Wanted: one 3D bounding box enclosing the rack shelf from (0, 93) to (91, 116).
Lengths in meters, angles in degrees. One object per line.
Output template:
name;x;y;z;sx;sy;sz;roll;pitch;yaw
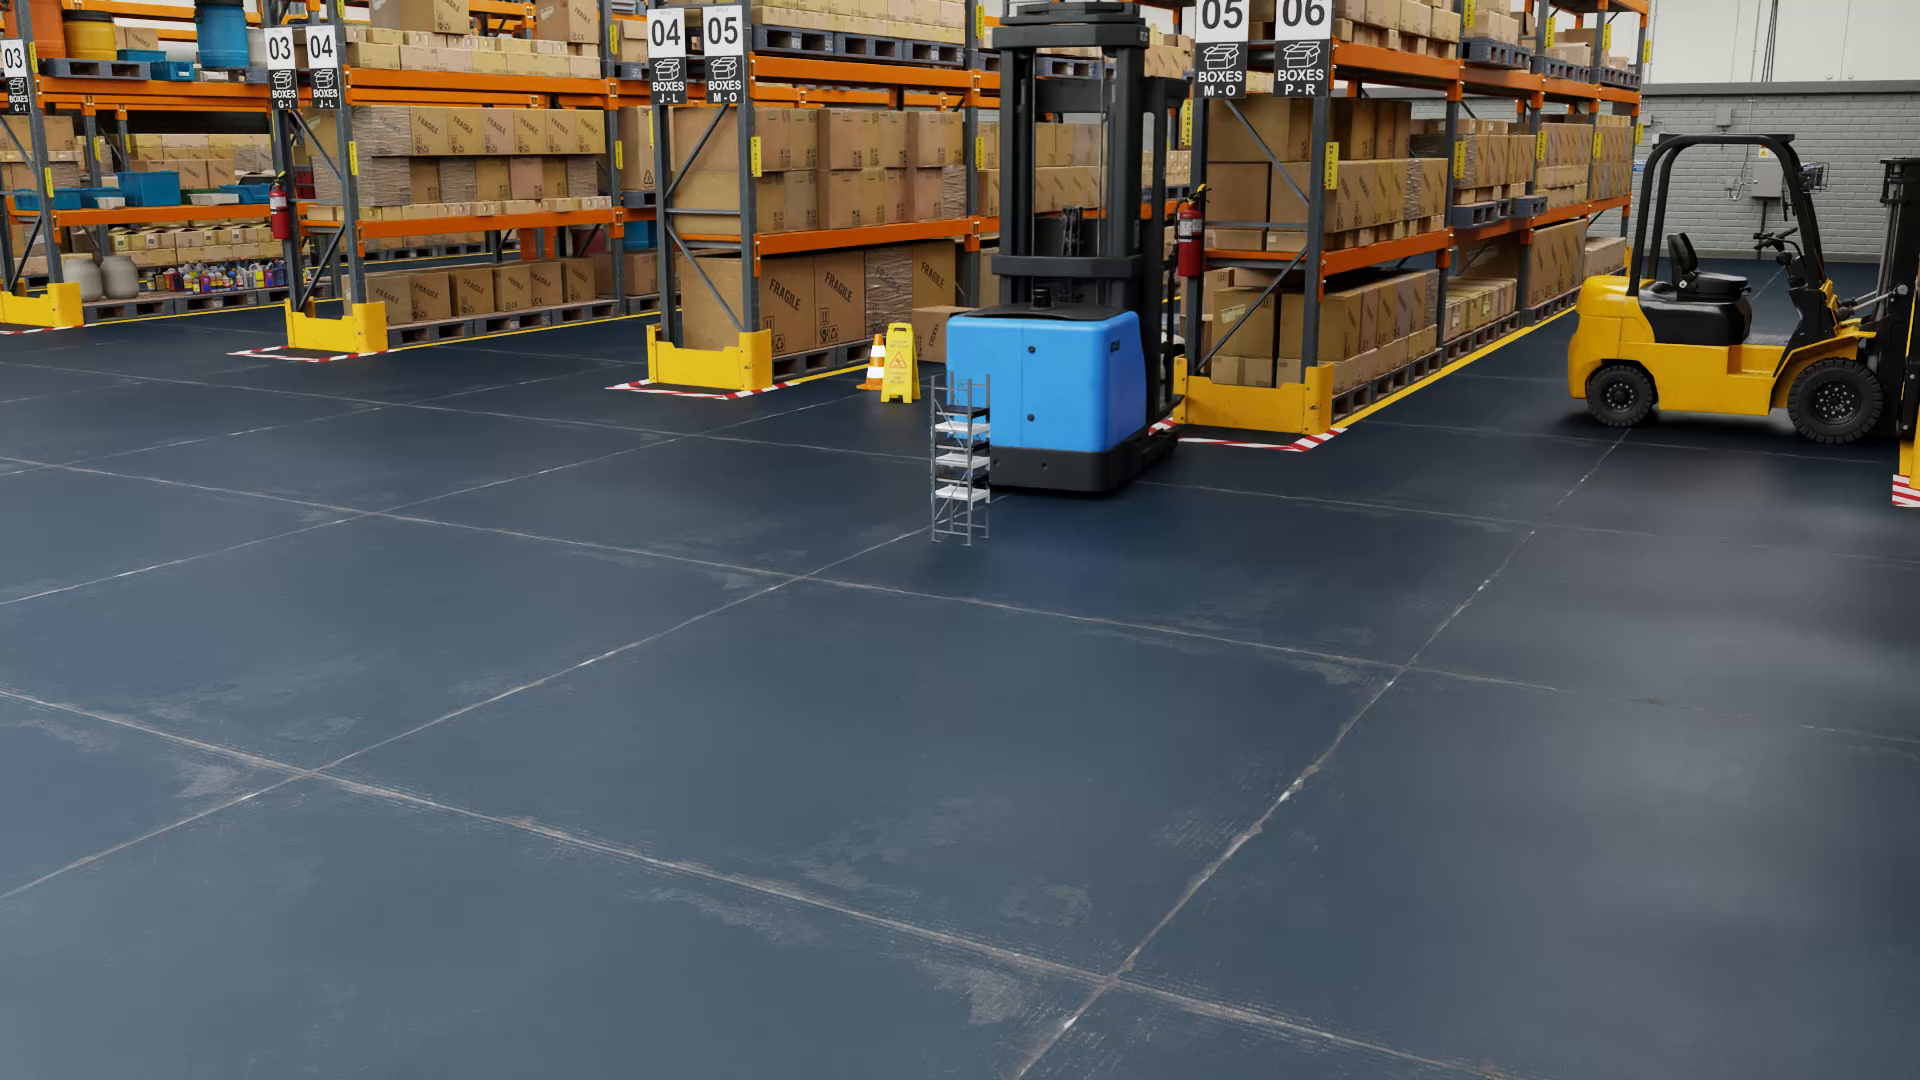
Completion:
rack shelf;-14.207;-6.076;22.973;1.077;0.370;4.000;7;15;28

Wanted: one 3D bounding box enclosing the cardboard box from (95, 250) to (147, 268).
cardboard box;-12.829;-4.300;25.442;0.500;0.250;0.500;7;15;27

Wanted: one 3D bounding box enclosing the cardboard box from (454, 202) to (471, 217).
cardboard box;-5.559;-3.601;18.106;0.380;0.149;0.250;7;15;28

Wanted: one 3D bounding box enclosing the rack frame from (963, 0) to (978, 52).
rack frame;-0.277;-6.589;17.163;1.000;3.000;0.127;7;15;28

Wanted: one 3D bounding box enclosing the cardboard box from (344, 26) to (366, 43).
cardboard box;-6.169;-5.044;16.624;0.380;0.149;0.250;7;15;28

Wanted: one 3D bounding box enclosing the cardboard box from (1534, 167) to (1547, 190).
cardboard box;6.500;-4.199;19.304;0.500;0.250;0.500;7;15;28

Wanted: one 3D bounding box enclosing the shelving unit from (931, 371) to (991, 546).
shelving unit;0.004;-0.439;8.935;0.258;0.900;0.210;7;15;28

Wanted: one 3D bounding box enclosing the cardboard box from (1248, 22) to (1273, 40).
cardboard box;2.099;-3.753;12.335;0.380;0.149;0.250;7;15;28

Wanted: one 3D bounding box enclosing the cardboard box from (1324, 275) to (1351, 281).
cardboard box;3.083;-2.056;14.534;0.500;0.500;0.500;8;16;31

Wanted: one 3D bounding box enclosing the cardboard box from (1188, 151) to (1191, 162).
cardboard box;3.062;-5.369;23.272;0.380;0.149;0.250;7;15;26

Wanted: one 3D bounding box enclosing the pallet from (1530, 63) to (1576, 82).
pallet;6.841;-5.687;20.226;1.003;0.211;1.213;8;16;31

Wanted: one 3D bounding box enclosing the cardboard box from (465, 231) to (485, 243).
cardboard box;-9.361;-5.885;31.437;0.500;0.500;0.500;7;15;28

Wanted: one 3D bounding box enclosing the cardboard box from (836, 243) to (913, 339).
cardboard box;-1.075;-2.537;16.795;0.875;0.875;0.875;8;15;28

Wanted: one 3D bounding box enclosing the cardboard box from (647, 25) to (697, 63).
cardboard box;-3.802;-6.246;21.026;0.797;0.503;0.637;8;16;30

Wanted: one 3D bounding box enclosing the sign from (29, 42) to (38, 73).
sign;-10.360;-5.395;18.592;0.100;0.325;0.005;7;15;28

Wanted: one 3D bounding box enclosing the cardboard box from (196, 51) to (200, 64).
cardboard box;-14.505;-9.385;32.408;0.500;0.250;0.500;7;15;26

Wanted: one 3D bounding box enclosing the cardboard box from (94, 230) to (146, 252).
cardboard box;-12.823;-4.575;25.384;0.500;0.311;0.500;7;15;28

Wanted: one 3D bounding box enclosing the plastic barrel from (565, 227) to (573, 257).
plastic barrel;-6.556;-4.860;27.204;0.421;0.512;0.421;0;14;0

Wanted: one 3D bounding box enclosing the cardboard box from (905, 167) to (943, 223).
cardboard box;-0.691;-3.553;17.050;0.875;0.550;0.550;7;15;28

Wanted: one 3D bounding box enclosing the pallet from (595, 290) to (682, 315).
pallet;-4.195;-3.059;21.273;1.003;0.211;1.213;7;15;28

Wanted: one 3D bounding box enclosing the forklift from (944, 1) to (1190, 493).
forklift;0.880;-2.010;11.117;1.130;2.935;3.031;5;14;19

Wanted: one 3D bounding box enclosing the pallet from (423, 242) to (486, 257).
pallet;-9.733;-5.493;31.367;1.003;0.211;1.213;7;15;28

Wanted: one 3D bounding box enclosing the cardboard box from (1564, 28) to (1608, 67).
cardboard box;8.440;-6.630;22.412;0.500;0.500;0.500;8;16;29

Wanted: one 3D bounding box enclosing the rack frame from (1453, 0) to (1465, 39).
rack frame;4.105;-6.049;14.923;1.000;3.000;0.127;7;15;28

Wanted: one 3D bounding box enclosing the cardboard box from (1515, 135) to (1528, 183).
cardboard box;5.822;-4.118;17.972;0.500;0.500;0.500;7;15;27

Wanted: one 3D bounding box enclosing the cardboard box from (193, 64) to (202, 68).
cardboard box;-12.263;-7.353;26.157;0.500;0.250;0.500;6;15;23

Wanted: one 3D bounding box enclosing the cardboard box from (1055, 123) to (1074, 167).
cardboard box;0.941;-4.727;19.895;0.700;0.500;0.500;7;15;27

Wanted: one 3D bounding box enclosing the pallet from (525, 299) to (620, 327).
pallet;-4.864;-2.758;20.022;1.003;0.211;1.213;7;15;28

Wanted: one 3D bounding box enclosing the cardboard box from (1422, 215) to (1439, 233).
cardboard box;4.102;-2.858;15.023;0.380;0.149;0.250;8;16;29

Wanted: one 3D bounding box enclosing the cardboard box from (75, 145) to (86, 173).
cardboard box;-16.110;-6.807;29.715;0.700;0.500;0.500;6;15;23

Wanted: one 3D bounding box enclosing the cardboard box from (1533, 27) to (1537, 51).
cardboard box;7.292;-6.337;21.408;0.500;0.500;0.500;7;15;27

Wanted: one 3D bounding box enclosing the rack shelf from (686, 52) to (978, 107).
rack shelf;-1.244;-4.371;15.897;1.077;0.370;4.000;7;15;28

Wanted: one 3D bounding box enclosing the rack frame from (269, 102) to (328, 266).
rack frame;-11.307;-6.199;28.346;1.000;3.000;0.127;7;15;28

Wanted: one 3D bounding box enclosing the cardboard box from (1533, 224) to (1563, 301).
cardboard box;6.880;-3.439;20.536;0.875;0.875;0.875;8;15;29

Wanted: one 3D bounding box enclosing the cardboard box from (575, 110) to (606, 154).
cardboard box;-4.547;-4.811;19.607;0.500;0.500;0.500;7;15;28

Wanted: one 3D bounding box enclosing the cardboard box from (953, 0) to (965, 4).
cardboard box;-0.175;-5.538;16.929;0.380;0.149;0.250;7;15;28

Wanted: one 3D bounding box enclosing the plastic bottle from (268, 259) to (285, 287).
plastic bottle;-9.058;-3.538;22.023;0.144;0.351;0.185;7;15;25

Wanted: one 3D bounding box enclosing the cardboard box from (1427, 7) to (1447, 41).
cardboard box;3.884;-4.437;14.324;0.500;0.250;0.500;7;15;27

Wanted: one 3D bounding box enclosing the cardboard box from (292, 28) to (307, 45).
cardboard box;-6.643;-5.106;16.881;0.380;0.149;0.250;7;15;28

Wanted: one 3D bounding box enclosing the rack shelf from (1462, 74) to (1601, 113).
rack shelf;7.005;-5.472;20.465;1.077;0.370;4.000;7;15;28

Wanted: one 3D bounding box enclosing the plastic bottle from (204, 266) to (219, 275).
plastic bottle;-9.815;-3.450;21.816;0.152;0.276;0.135;7;15;28

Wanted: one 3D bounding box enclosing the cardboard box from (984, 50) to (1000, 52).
cardboard box;0.441;-5.446;18.249;0.250;0.149;0.380;7;15;28

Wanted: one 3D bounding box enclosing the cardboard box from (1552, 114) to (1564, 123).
cardboard box;8.065;-5.765;22.814;0.380;0.149;0.250;8;16;29

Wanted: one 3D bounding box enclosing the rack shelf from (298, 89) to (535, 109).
rack shelf;-7.939;-6.335;24.046;1.077;0.370;4.000;7;15;28

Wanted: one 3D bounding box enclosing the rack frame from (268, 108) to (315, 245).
rack frame;-13.711;-7.580;34.075;1.000;3.000;0.127;7;15;28

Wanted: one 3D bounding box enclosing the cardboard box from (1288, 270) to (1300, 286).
cardboard box;2.573;-2.187;13.692;0.380;0.149;0.250;8;16;29

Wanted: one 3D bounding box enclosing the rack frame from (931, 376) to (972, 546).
rack frame;-0.045;-0.418;8.848;0.240;0.900;0.006;7;15;28

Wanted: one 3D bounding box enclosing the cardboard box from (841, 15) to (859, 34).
cardboard box;-1.155;-4.734;15.294;0.380;0.149;0.250;7;15;28

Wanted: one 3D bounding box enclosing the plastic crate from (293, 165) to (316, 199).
plastic crate;-8.940;-4.981;23.159;0.402;0.464;0.583;7;15;28

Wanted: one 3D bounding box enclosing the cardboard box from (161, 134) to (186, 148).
cardboard box;-14.941;-7.501;31.257;0.500;0.250;0.500;7;15;27

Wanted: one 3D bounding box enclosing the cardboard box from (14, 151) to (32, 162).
cardboard box;-13.556;-5.504;23.865;0.380;0.149;0.250;7;15;28

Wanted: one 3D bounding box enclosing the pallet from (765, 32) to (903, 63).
pallet;-1.273;-4.671;15.799;1.003;0.211;1.213;7;15;28

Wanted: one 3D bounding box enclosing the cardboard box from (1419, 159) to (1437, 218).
cardboard box;3.865;-3.100;14.643;0.500;0.500;0.500;8;16;30

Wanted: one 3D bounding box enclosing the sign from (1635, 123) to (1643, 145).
sign;10.374;-6.208;25.408;0.100;0.325;0.005;7;15;28

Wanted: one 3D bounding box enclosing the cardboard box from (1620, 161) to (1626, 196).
cardboard box;9.648;-5.413;24.871;0.500;0.500;0.500;7;15;27

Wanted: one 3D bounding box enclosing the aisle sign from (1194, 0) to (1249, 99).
aisle sign;1.887;-3.596;12.001;0.394;0.787;0.004;7;15;28

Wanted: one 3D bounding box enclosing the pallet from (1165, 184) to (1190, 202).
pallet;2.577;-4.811;22.997;1.003;0.211;1.213;7;15;28
